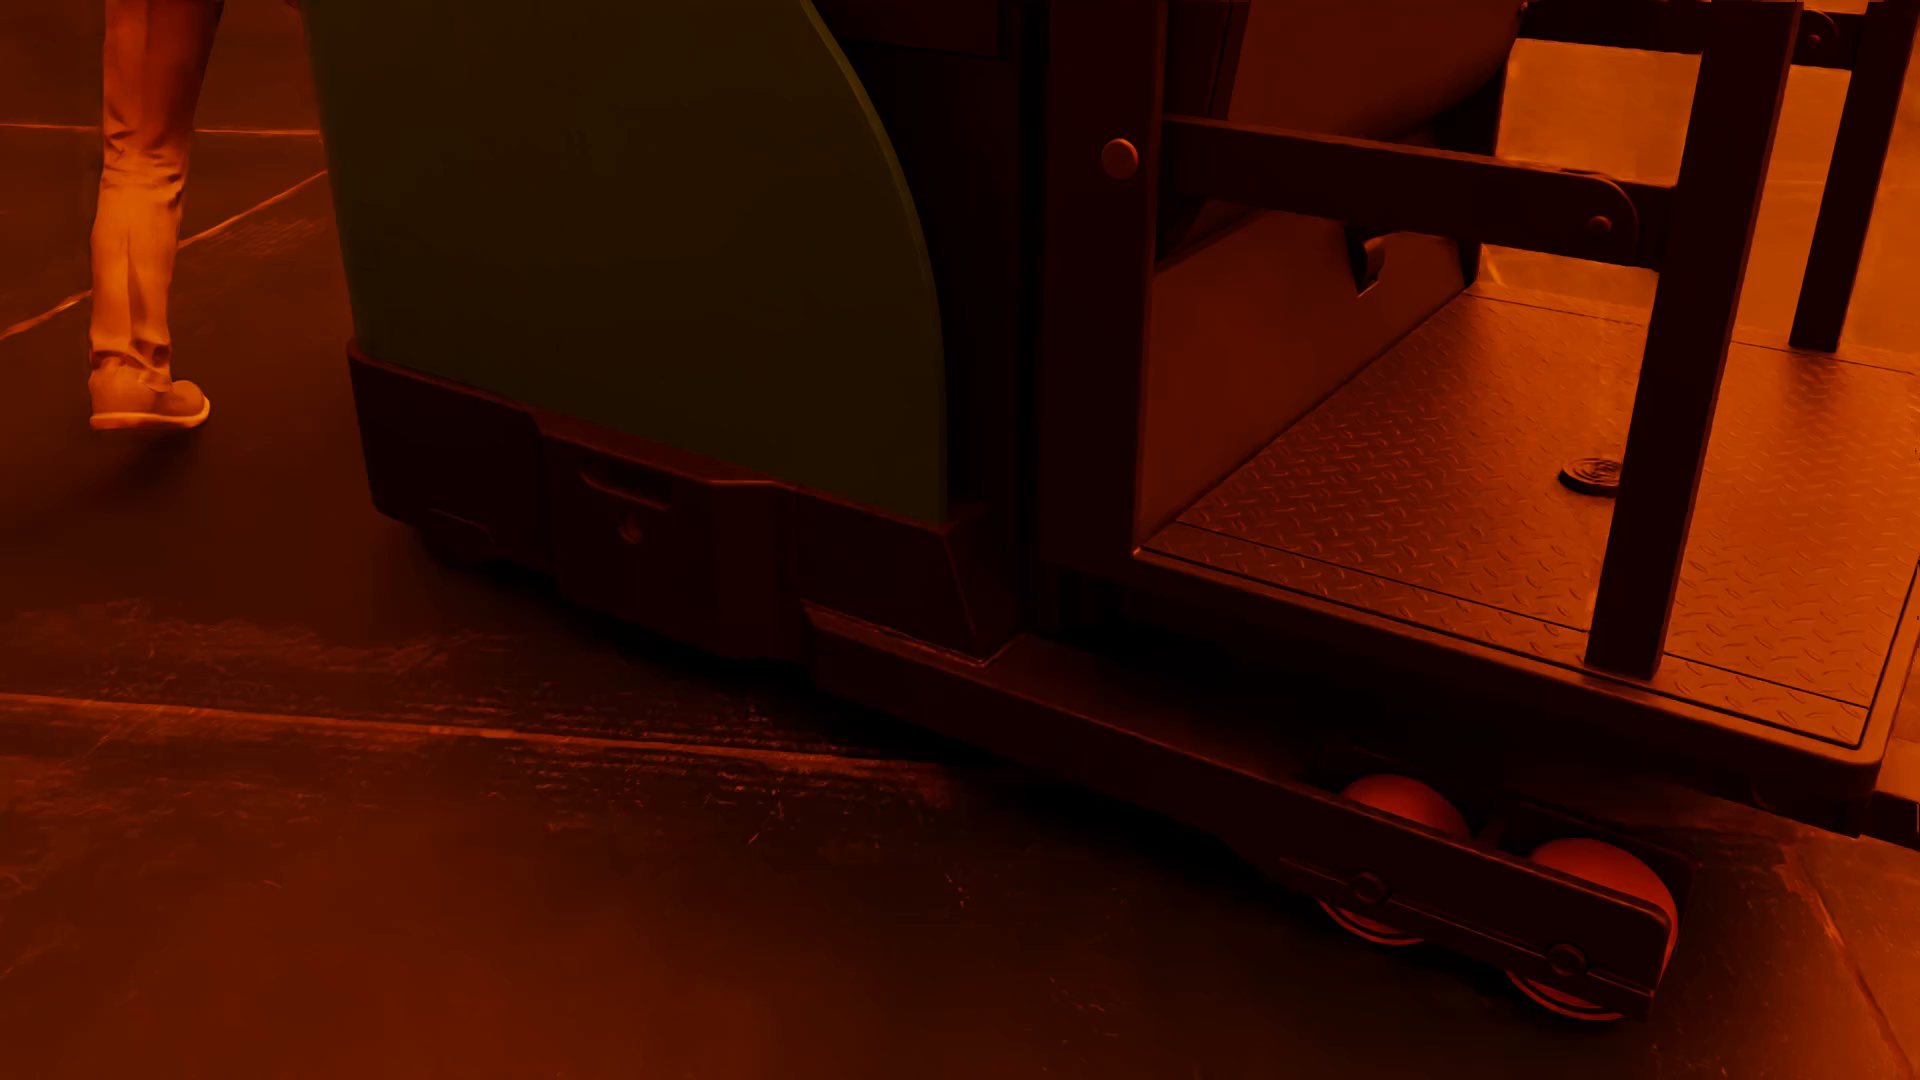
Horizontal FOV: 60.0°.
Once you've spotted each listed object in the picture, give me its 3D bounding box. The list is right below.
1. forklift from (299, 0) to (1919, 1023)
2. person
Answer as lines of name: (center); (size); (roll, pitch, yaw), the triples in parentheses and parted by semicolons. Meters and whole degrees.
forklift: (0.637, -1.127, 1.475); (3.031, 2.935, 1.130); (17, 31, 30)
person: (-1.076, -1.004, 2.680); (0.692, 1.570, 0.859); (-1, 27, -2)
